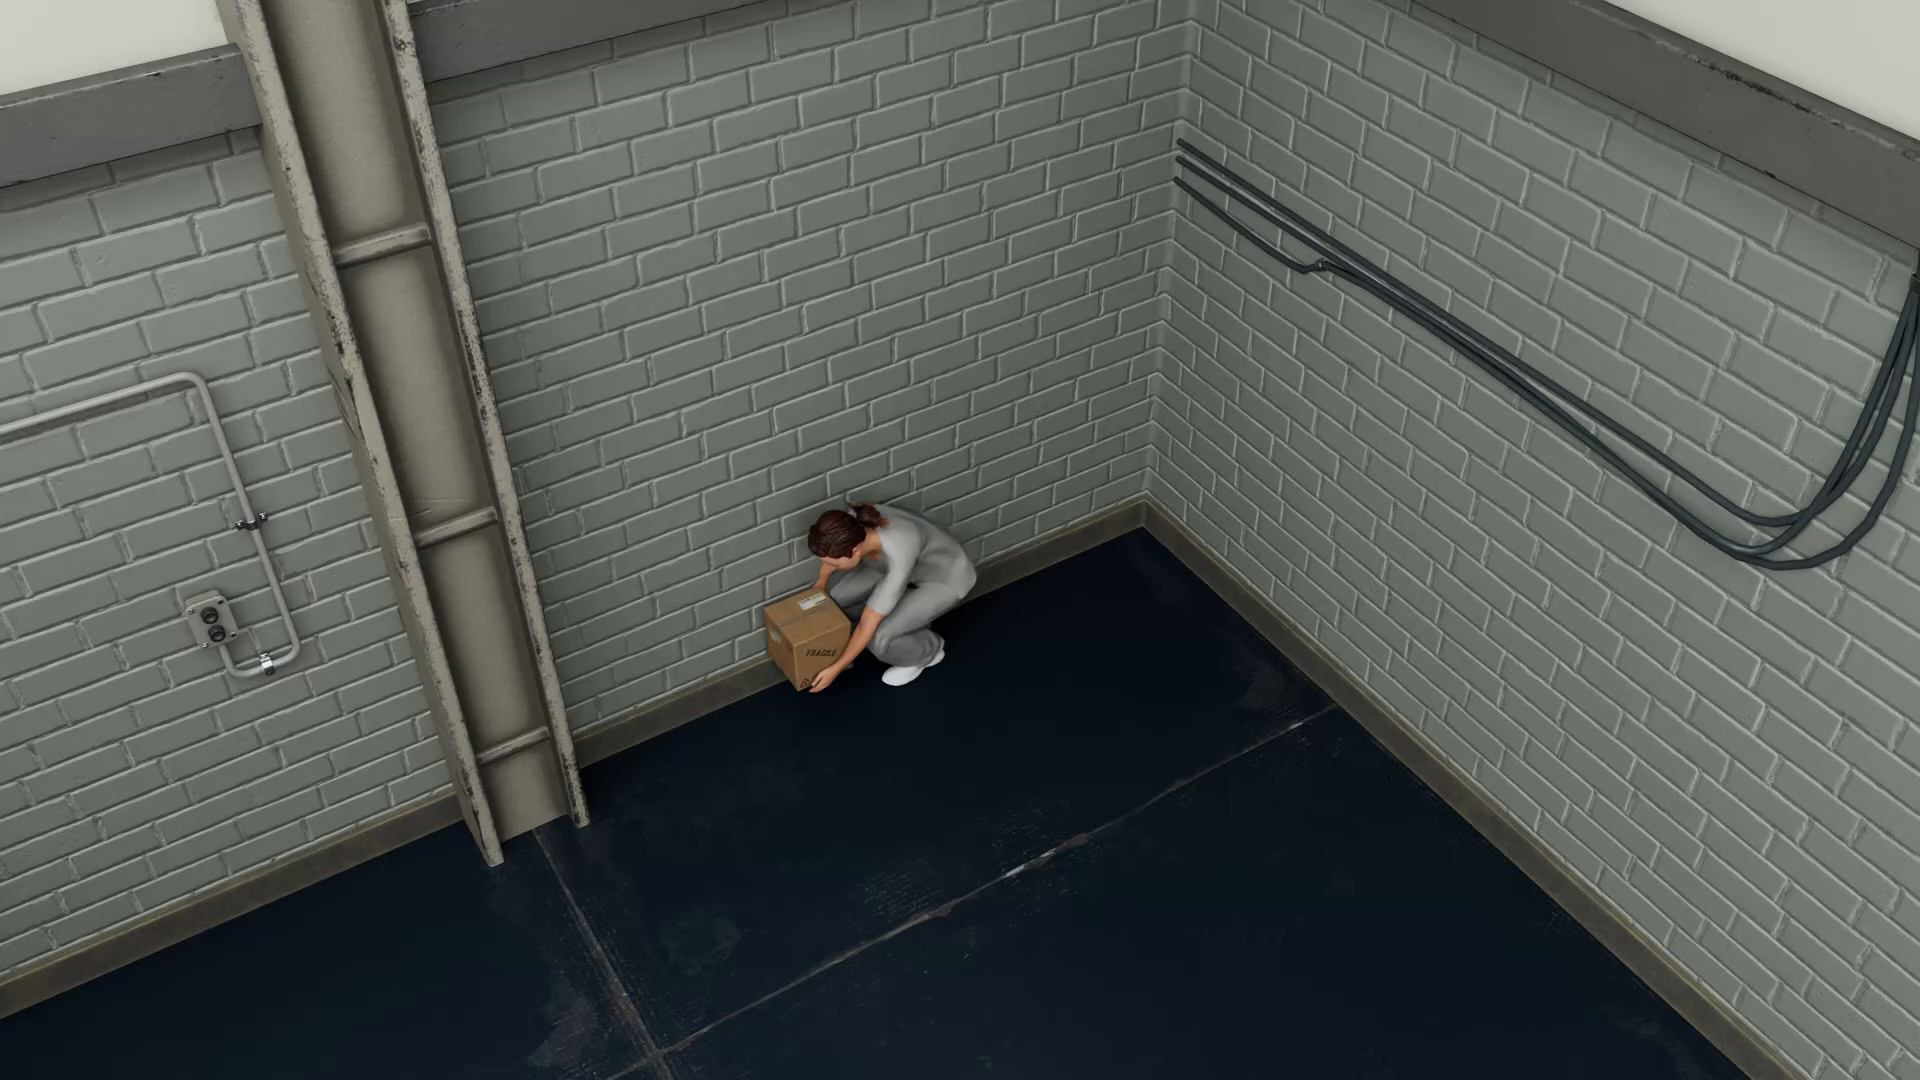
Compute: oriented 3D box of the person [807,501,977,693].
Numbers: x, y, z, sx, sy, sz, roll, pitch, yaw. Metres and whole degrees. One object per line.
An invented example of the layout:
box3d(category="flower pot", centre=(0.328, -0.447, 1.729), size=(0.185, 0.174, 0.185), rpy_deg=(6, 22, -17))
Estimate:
box3d(category="person", centre=(-0.313, 0.164, 6.542), size=(0.806, 0.933, 0.480), rpy_deg=(-23, 46, -24))
